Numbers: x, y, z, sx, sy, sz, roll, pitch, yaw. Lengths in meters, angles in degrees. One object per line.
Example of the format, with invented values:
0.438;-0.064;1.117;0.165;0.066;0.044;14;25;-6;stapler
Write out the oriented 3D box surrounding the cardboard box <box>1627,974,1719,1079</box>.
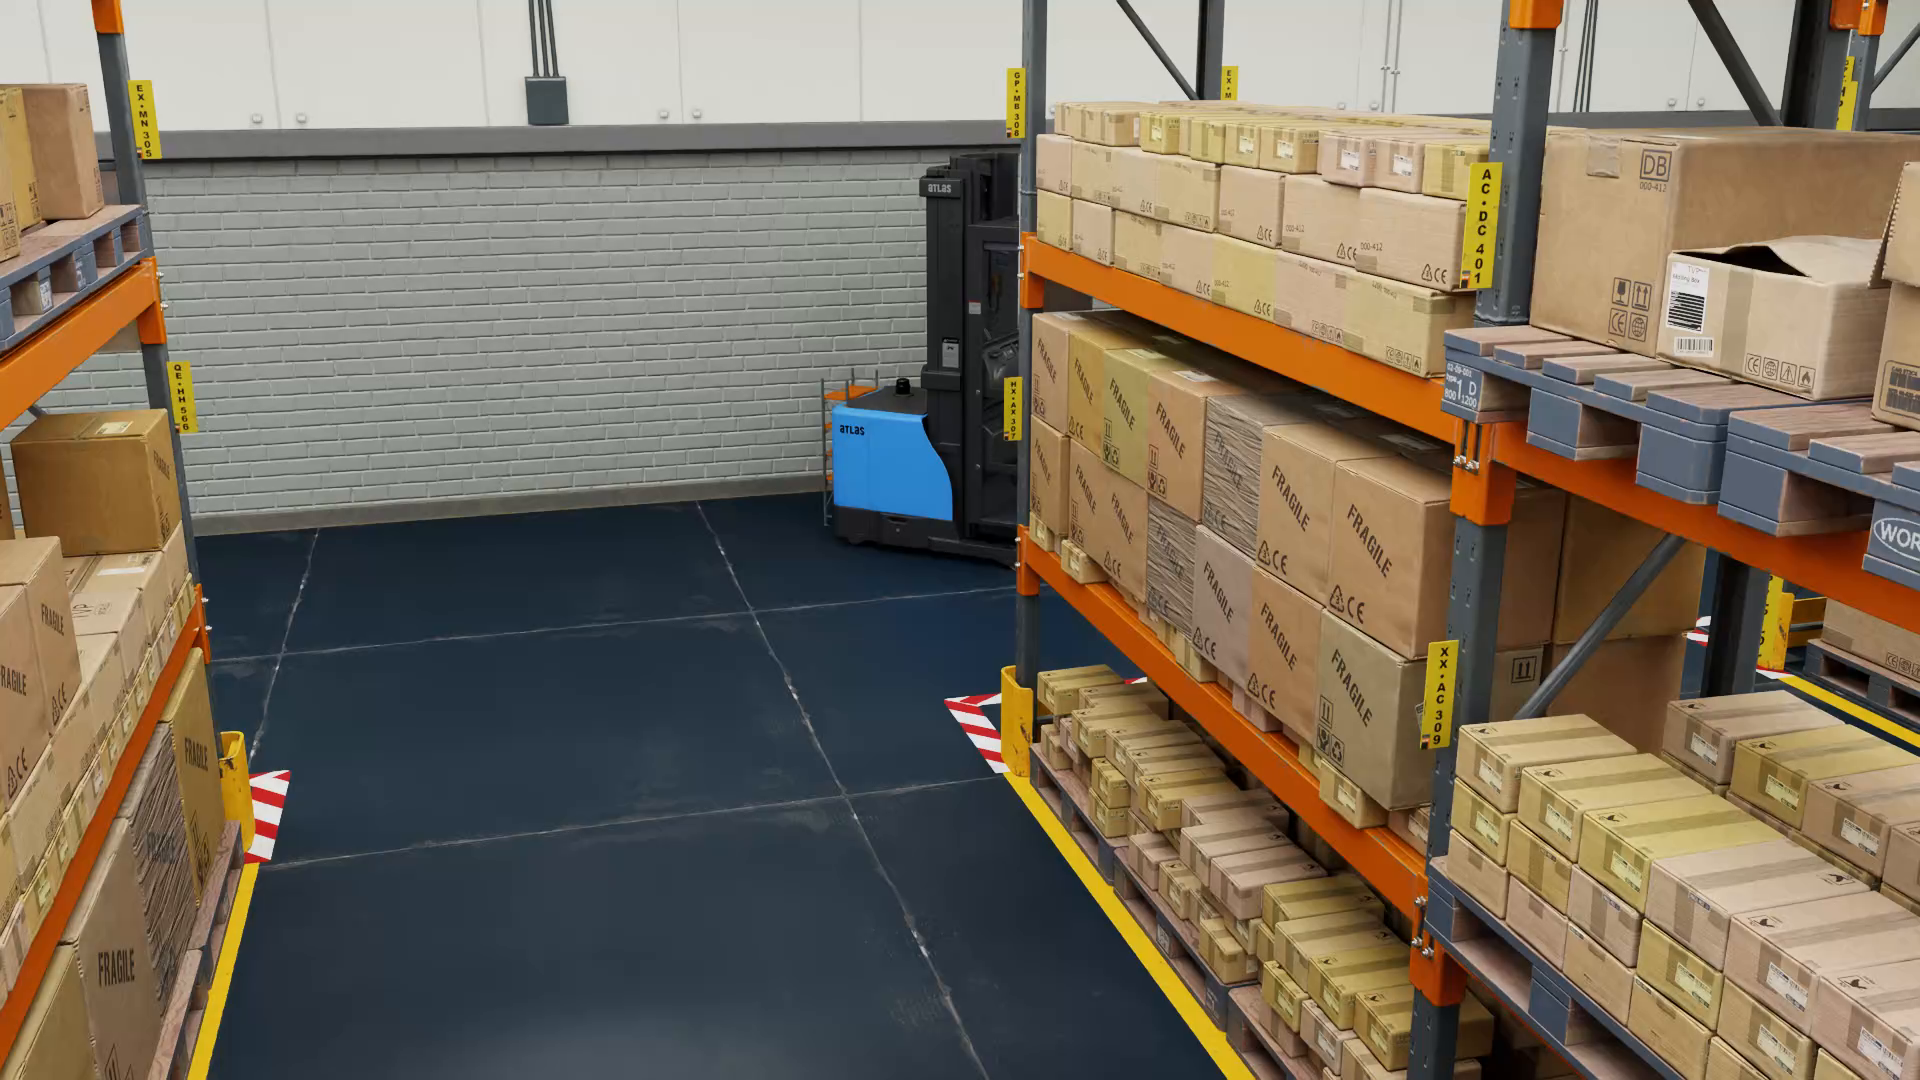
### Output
1.774;1.093;3.806;0.380;0.149;0.250;-5;17;-15;cardboard box

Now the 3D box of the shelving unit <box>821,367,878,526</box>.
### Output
-0.872;-0.740;13.328;0.258;1.200;0.503;8;18;24;shelving unit

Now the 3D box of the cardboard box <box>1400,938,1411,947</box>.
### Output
1.844;1.582;6.180;0.380;0.149;0.250;-5;17;-16;cardboard box

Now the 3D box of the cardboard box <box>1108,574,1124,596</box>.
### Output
0.903;0.149;7.677;0.380;0.149;0.250;-4;17;-13;cardboard box

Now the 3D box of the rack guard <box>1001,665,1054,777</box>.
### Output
0.815;0.925;9.004;1.175;0.500;0.348;-5;17;-15;rack guard

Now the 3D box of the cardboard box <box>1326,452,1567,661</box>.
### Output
1.504;0.035;5.191;0.500;0.500;0.500;-5;18;-17;cardboard box

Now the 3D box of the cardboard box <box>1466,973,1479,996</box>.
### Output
1.979;1.500;5.936;0.380;0.149;0.250;-4;17;-13;cardboard box

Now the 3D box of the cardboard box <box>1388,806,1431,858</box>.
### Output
1.590;0.873;5.268;0.380;0.149;0.250;-5;17;-16;cardboard box

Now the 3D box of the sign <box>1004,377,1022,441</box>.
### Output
0.273;-0.665;8.446;0.100;0.325;0.005;-5;17;-15;sign

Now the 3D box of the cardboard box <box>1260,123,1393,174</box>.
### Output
1.250;-1.334;5.665;0.380;0.149;0.250;-5;18;-17;cardboard box

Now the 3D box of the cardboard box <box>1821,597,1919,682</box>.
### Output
5.803;0.488;9.837;0.875;0.438;0.875;-5;18;-17;cardboard box

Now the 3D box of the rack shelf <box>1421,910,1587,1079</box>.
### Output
2.443;1.711;3.292;1.077;0.370;4.000;-5;17;-15;rack shelf

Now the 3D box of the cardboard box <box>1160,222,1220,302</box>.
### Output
1.098;-1.082;6.388;0.500;0.250;0.500;-5;17;-16;cardboard box

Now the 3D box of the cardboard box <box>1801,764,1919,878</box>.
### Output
2.335;0.689;4.117;0.380;0.149;0.250;-5;18;-17;cardboard box

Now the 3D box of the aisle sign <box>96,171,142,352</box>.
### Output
-3.734;-1.218;7.273;0.394;0.787;0.004;-5;17;-15;aisle sign

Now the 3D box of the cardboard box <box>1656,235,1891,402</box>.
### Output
1.934;-0.522;3.686;0.500;0.311;0.500;-5;17;-16;cardboard box

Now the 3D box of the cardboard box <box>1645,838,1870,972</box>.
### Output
1.776;0.810;3.714;0.380;0.149;0.250;-5;17;-16;cardboard box

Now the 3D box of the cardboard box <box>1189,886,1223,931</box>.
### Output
1.167;1.532;6.863;0.380;0.149;0.250;-4;17;-14;cardboard box

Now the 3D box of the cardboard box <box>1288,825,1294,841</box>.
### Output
1.566;1.210;7.417;0.380;0.149;0.250;-4;17;-12;cardboard box

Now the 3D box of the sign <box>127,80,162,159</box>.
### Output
-3.477;-1.791;7.084;0.100;0.325;0.005;-5;17;-15;sign

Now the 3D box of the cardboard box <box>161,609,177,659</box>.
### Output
-3.447;0.405;6.825;0.380;0.149;0.250;-5;17;-15;cardboard box

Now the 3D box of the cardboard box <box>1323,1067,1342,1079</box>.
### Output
1.458;1.896;5.652;0.380;0.149;0.250;-4;17;-15;cardboard box

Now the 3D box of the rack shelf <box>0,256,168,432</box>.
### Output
-3.453;-0.468;5.332;1.077;0.370;4.000;-5;17;-15;rack shelf

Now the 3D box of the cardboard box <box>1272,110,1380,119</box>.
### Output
1.490;-1.663;6.758;0.380;0.149;0.250;-4;17;-14;cardboard box

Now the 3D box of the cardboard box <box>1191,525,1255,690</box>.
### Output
1.212;0.230;6.281;0.500;0.500;0.500;-5;17;-16;cardboard box

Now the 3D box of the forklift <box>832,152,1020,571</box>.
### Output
0.569;-1.326;12.272;3.031;2.935;1.130;8;18;24;forklift

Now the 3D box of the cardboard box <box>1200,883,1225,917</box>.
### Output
1.207;1.405;6.770;0.380;0.149;0.250;-6;18;-18;cardboard box

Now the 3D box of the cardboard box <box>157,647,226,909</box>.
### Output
-3.750;1.058;7.178;0.875;0.875;0.875;-5;17;-15;cardboard box

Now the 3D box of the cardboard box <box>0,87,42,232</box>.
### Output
-3.769;-1.358;5.966;0.700;0.500;0.500;-5;18;-17;cardboard box

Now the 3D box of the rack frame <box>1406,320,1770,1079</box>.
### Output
1.894;0.813;5.031;1.000;3.000;0.127;-5;17;-15;rack frame

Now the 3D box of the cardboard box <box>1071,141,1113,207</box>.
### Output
0.809;-1.611;7.279;0.500;0.250;0.500;-5;17;-16;cardboard box

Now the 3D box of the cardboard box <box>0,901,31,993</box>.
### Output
-2.737;1.117;4.456;0.380;0.149;0.250;-5;18;-17;cardboard box

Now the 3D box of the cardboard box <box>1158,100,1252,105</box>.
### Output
1.168;-2.020;7.946;0.380;0.149;0.250;-5;17;-16;cardboard box

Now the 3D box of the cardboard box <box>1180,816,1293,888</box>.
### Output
1.116;1.260;6.735;0.380;0.149;0.250;-5;18;-17;cardboard box

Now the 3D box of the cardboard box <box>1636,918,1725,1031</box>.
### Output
1.776;0.950;3.765;0.380;0.149;0.250;-5;18;-18;cardboard box

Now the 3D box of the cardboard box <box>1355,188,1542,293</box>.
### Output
1.522;-0.898;4.907;0.500;0.250;0.500;-6;18;-18;cardboard box

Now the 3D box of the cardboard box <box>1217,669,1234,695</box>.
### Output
1.229;0.511;6.473;0.380;0.149;0.250;-5;17;-16;cardboard box

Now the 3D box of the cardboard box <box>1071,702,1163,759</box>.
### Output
0.749;0.905;7.918;0.380;0.149;0.250;-5;17;-15;cardboard box

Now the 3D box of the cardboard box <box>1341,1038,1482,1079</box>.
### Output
1.501;1.773;5.544;0.380;0.149;0.250;-4;17;-14;cardboard box

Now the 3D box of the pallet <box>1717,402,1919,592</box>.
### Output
2.249;-0.068;3.075;1.213;0.211;1.003;-5;17;-15;pallet

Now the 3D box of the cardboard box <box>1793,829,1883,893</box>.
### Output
2.332;0.826;4.178;0.380;0.149;0.250;-4;17;-13;cardboard box

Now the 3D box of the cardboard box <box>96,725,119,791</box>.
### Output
-3.095;0.759;5.649;0.380;0.149;0.250;-5;17;-17;cardboard box

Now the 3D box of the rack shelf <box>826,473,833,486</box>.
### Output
-0.872;-0.485;13.405;0.258;0.148;0.480;8;18;24;rack shelf

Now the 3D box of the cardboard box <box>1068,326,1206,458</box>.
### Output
0.807;-0.678;7.567;0.500;0.500;0.500;-4;17;-14;cardboard box

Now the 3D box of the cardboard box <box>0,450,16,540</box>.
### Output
-3.993;-0.066;6.399;0.500;0.500;0.500;-5;17;-17;cardboard box

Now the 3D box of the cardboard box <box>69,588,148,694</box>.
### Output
-3.335;0.395;6.168;0.500;0.250;0.500;-5;18;-17;cardboard box

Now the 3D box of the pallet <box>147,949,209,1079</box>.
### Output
-3.376;1.958;6.066;1.003;0.211;1.213;-5;17;-15;pallet

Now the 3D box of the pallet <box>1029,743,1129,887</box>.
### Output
1.004;1.291;8.288;1.003;0.211;1.213;-5;17;-15;pallet

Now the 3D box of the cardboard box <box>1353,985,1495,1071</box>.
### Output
1.545;1.615;5.554;0.380;0.149;0.250;-4;17;-14;cardboard box

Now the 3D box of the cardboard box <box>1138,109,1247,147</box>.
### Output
0.960;-1.698;6.874;0.380;0.149;0.250;-4;17;-14;cardboard box

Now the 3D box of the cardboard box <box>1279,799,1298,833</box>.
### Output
1.593;1.147;7.112;0.380;0.149;0.250;-5;17;-15;cardboard box

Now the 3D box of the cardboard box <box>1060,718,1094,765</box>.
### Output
0.712;0.974;8.204;0.380;0.149;0.250;-5;17;-16;cardboard box
